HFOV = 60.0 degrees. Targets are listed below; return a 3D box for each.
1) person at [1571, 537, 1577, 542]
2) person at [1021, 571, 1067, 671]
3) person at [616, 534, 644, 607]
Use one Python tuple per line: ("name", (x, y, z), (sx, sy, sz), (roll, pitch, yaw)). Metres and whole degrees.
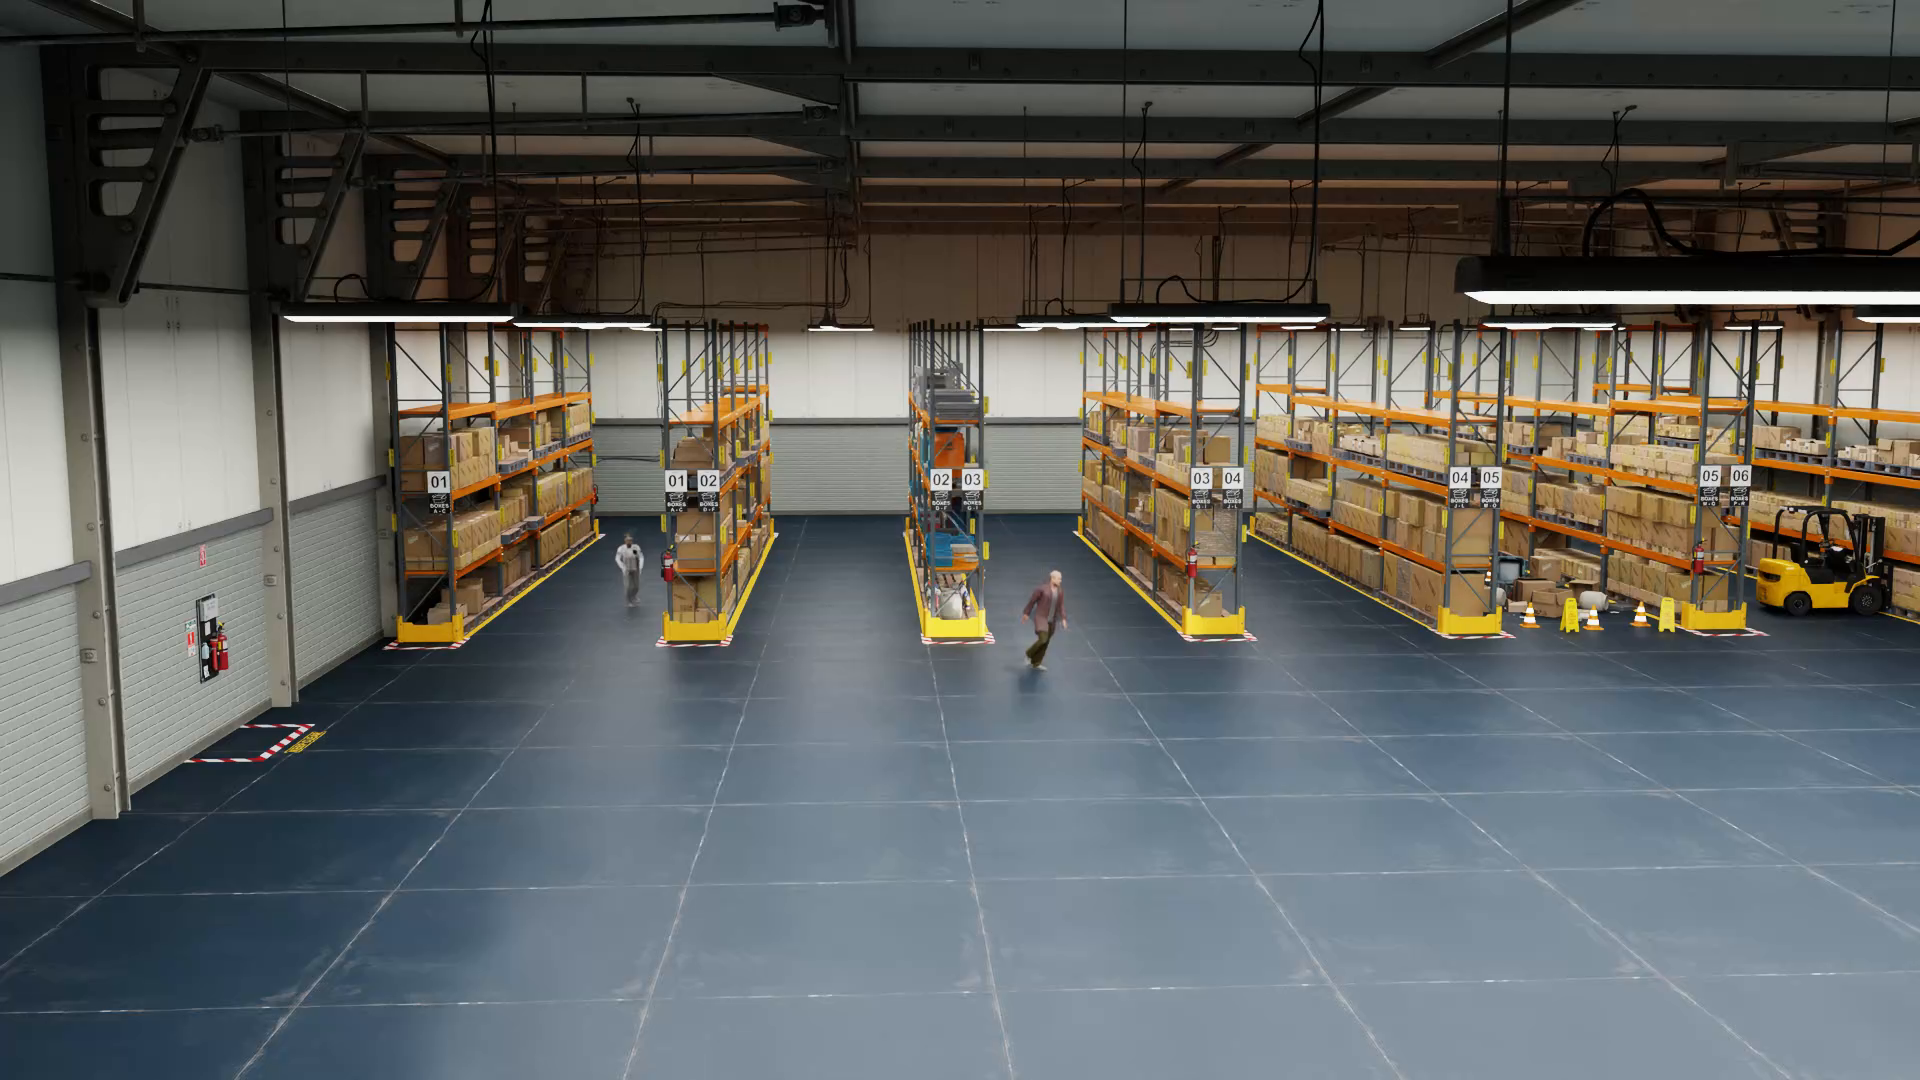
("person", (16.715, -0.734, 45.907), (0.568, 1.615, 0.807), (-5, 9, -36))
("person", (1.433, 1.377, 28.353), (0.720, 1.746, 0.594), (-6, 9, -38))
("person", (-6.957, 0.621, 35.011), (0.595, 1.581, 0.786), (-3, 8, -22))
